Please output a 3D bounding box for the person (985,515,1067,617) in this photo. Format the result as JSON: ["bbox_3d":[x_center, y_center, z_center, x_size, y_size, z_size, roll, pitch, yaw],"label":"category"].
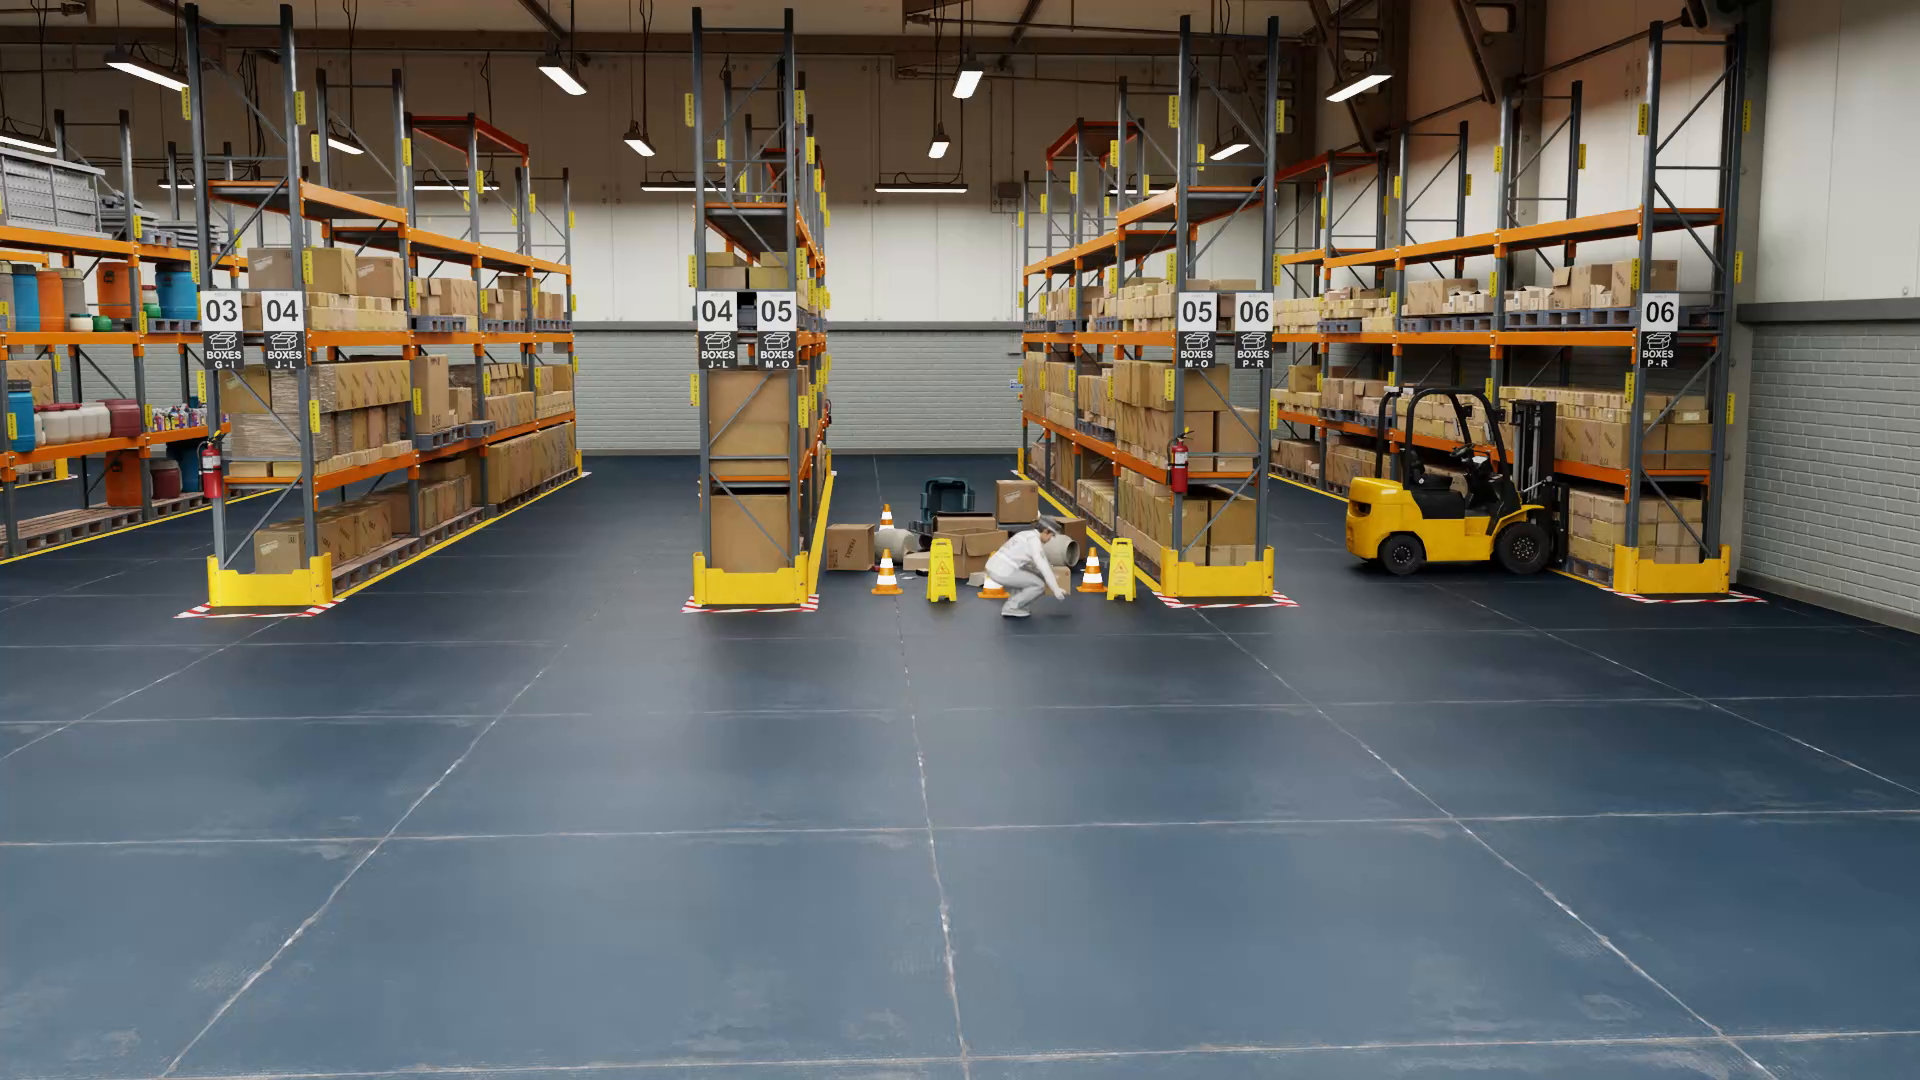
[{"bbox_3d":[0.658,0.255,16.520,0.822,0.989,0.471,-1,7,-11],"label":"person"}]
